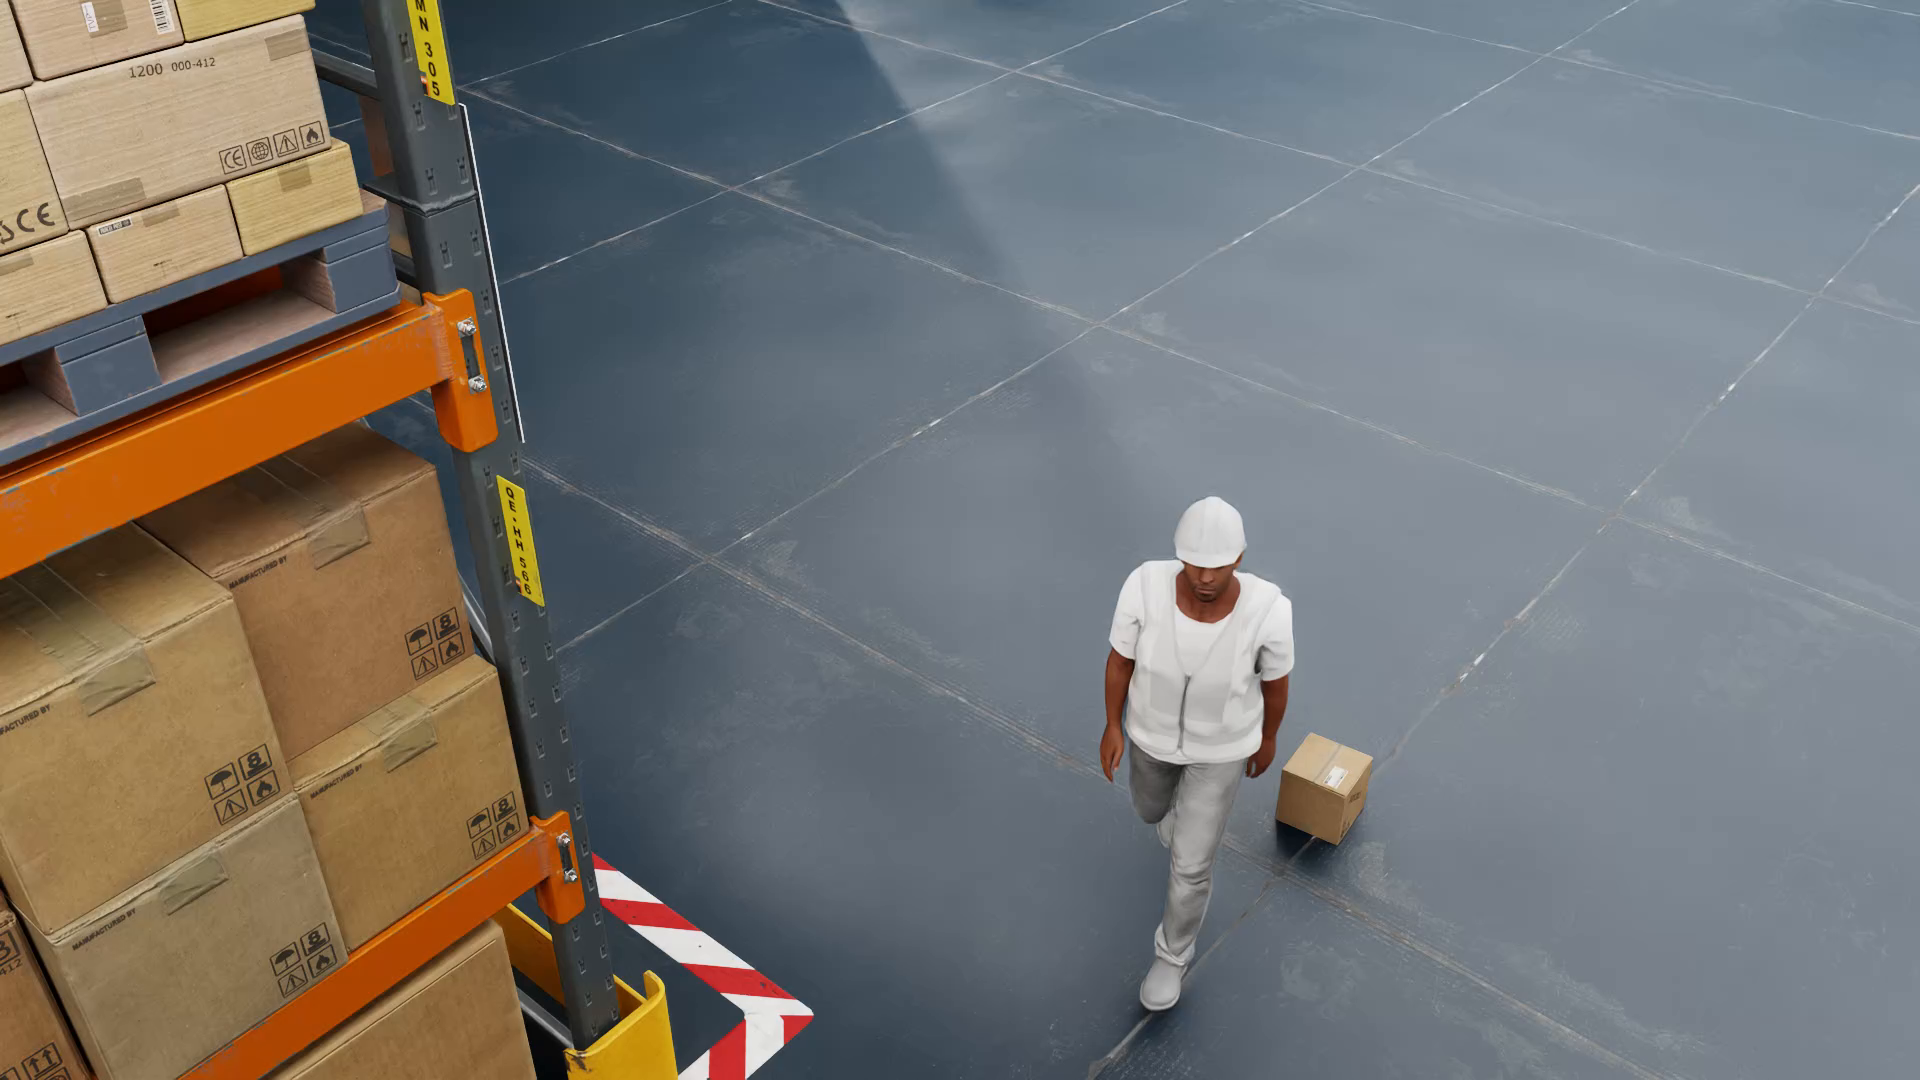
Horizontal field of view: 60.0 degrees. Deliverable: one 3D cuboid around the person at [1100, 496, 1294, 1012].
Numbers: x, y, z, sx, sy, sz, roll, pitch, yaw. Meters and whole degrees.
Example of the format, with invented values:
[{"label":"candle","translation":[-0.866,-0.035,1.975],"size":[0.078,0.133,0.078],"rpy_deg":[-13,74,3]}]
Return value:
[{"label":"person","translation":[0.738,0.587,5.288],"size":[0.561,1.736,0.980],"rpy_deg":[13,37,18]}]
